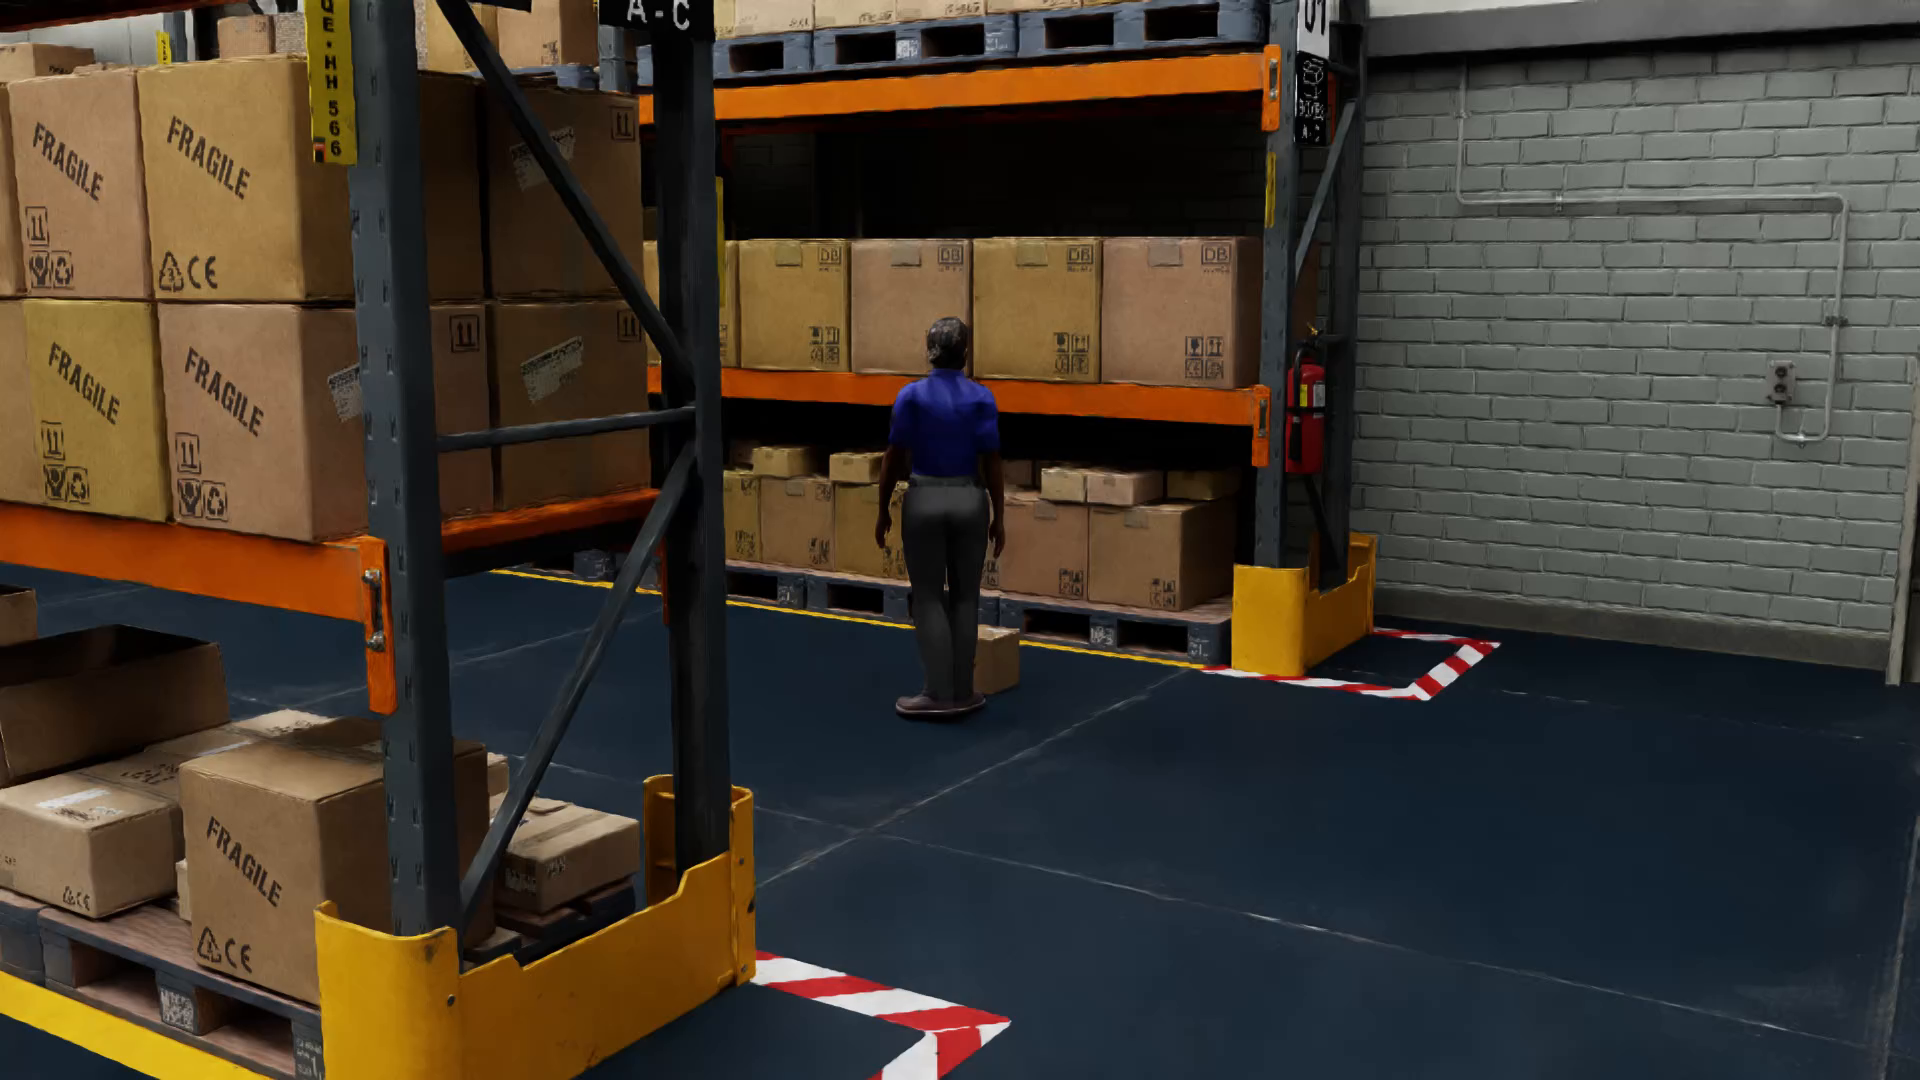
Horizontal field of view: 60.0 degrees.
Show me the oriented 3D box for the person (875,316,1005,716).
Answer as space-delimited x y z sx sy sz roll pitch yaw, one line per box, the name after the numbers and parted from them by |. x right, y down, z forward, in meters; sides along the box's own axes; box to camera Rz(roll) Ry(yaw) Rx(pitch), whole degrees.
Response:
-0.084 -0.094 6.892 0.537 1.657 0.353 0 10 -2 | person
